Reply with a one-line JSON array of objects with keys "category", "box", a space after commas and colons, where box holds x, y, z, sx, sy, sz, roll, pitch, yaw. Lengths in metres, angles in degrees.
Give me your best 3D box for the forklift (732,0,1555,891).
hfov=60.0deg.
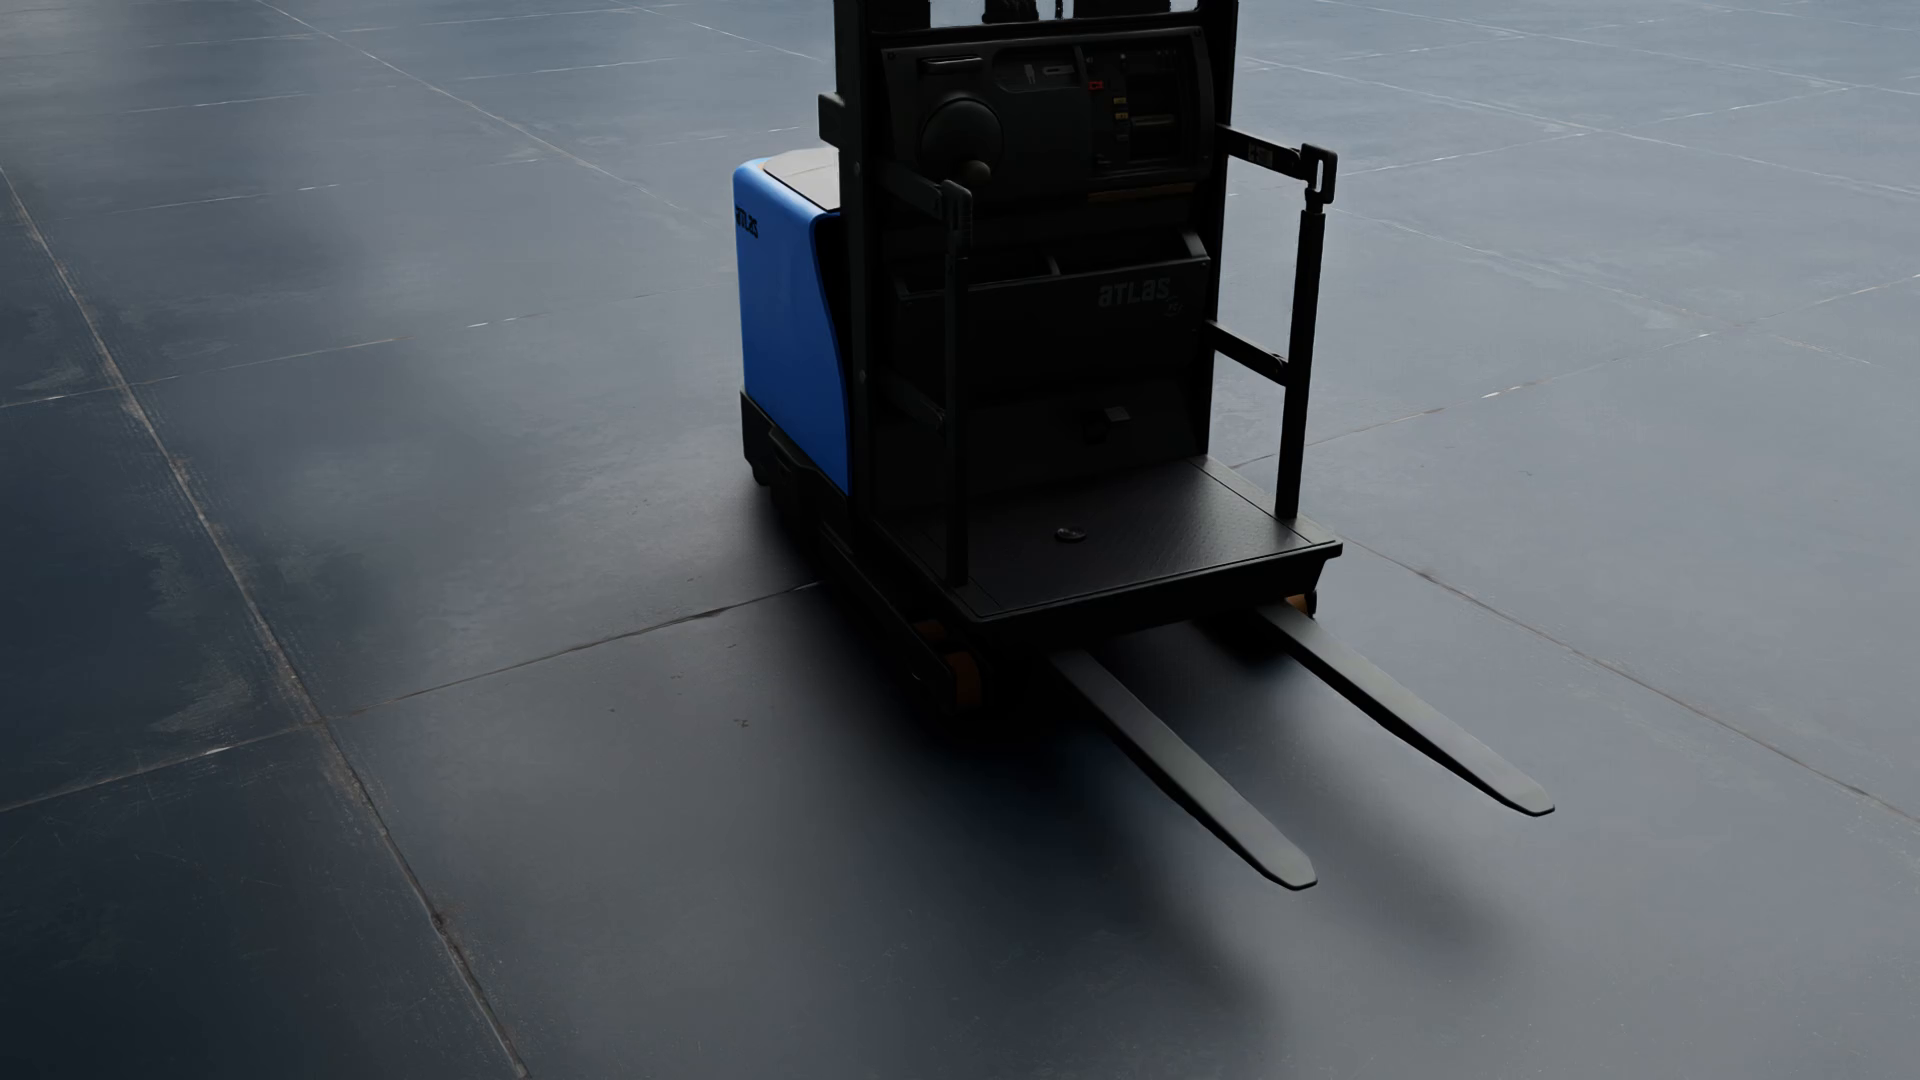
[{"category": "forklift", "box": [0.331, -1.083, 4.111, 1.130, 2.935, 3.031, -11, 27, -22]}]
